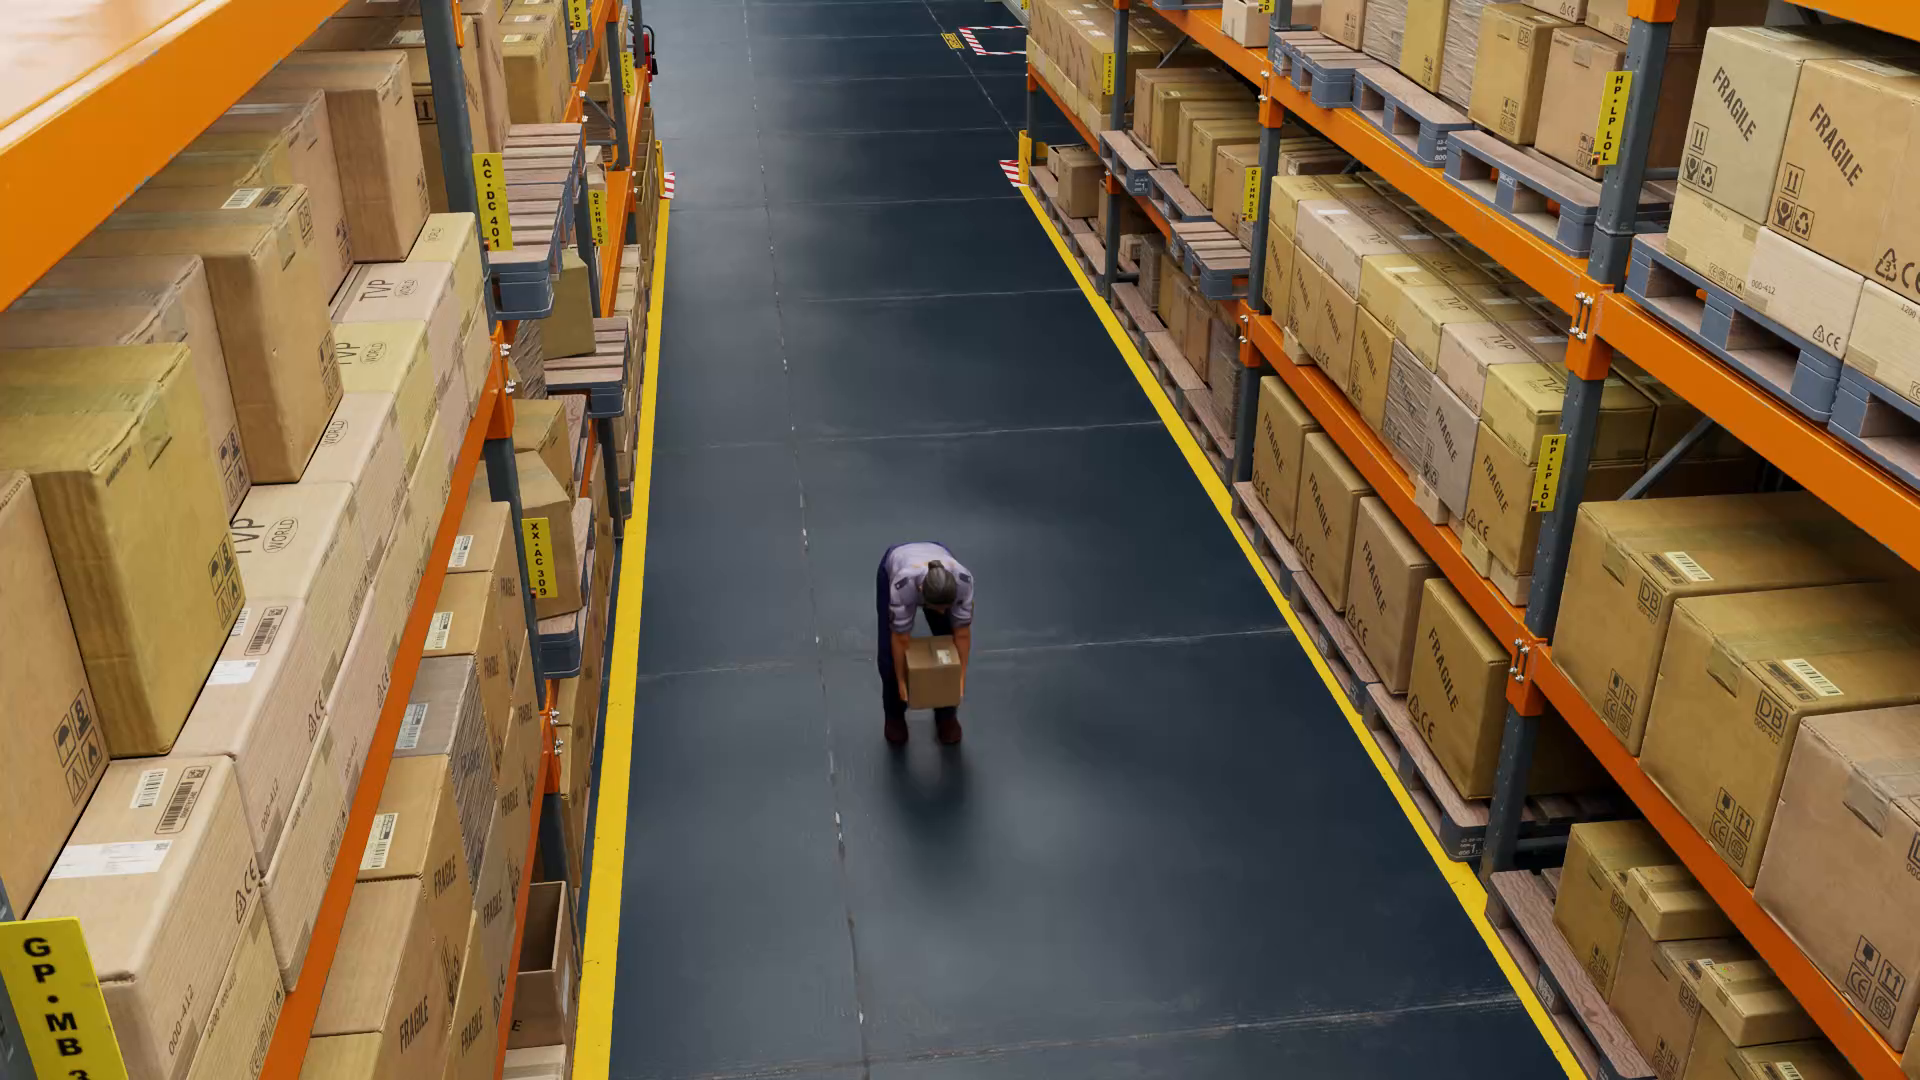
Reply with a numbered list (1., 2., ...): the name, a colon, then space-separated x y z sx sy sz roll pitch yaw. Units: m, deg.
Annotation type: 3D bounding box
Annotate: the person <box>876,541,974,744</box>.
1. person: -0.163 0.524 8.116 0.451 1.199 0.830 -4 28 -8
